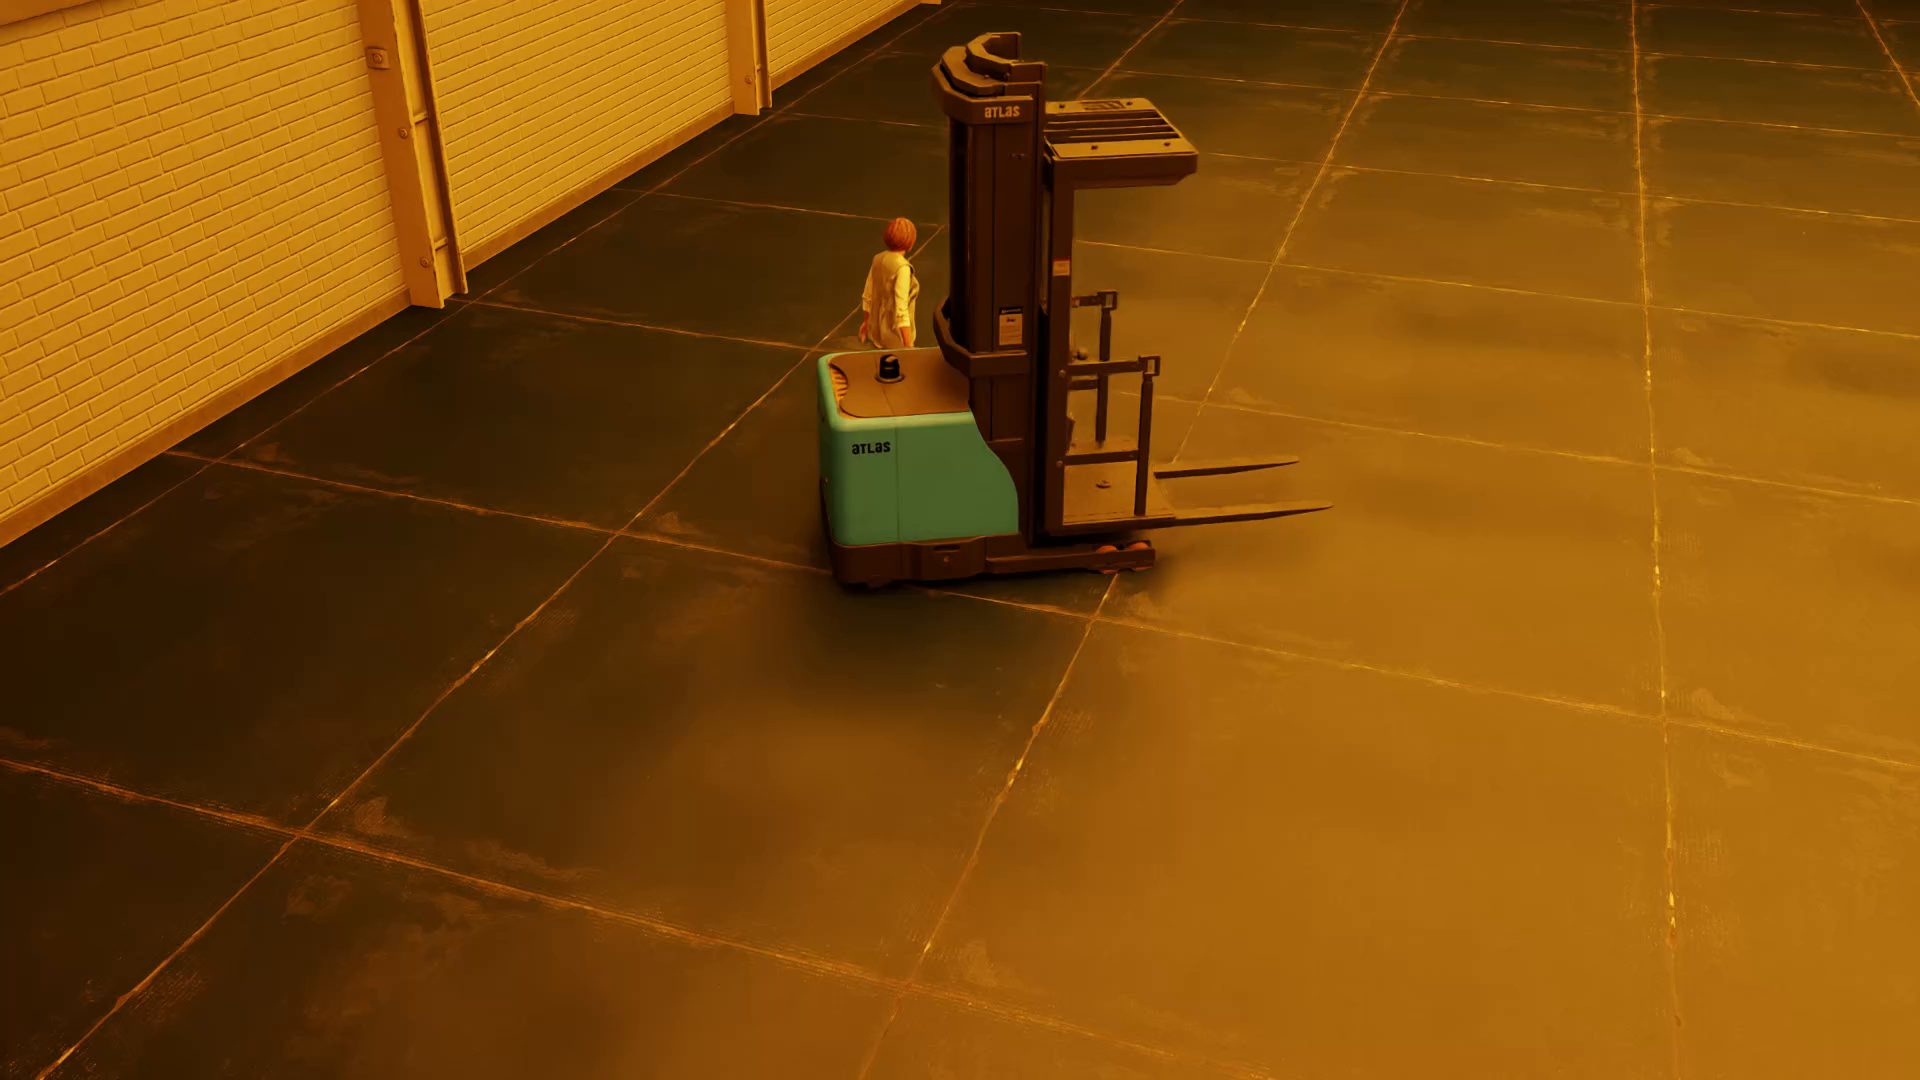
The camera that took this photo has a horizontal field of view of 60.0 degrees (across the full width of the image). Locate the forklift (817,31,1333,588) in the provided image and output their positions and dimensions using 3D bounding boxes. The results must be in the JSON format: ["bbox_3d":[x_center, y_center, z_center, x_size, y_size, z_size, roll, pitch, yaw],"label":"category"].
[{"bbox_3d":[0.702,-1.329,9.467,3.031,2.935,1.130,-5,30,-8],"label":"forklift"}]

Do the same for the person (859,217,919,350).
[{"bbox_3d":[-0.448,-1.333,10.869,0.390,1.569,0.727,-16,34,-26],"label":"person"}]
